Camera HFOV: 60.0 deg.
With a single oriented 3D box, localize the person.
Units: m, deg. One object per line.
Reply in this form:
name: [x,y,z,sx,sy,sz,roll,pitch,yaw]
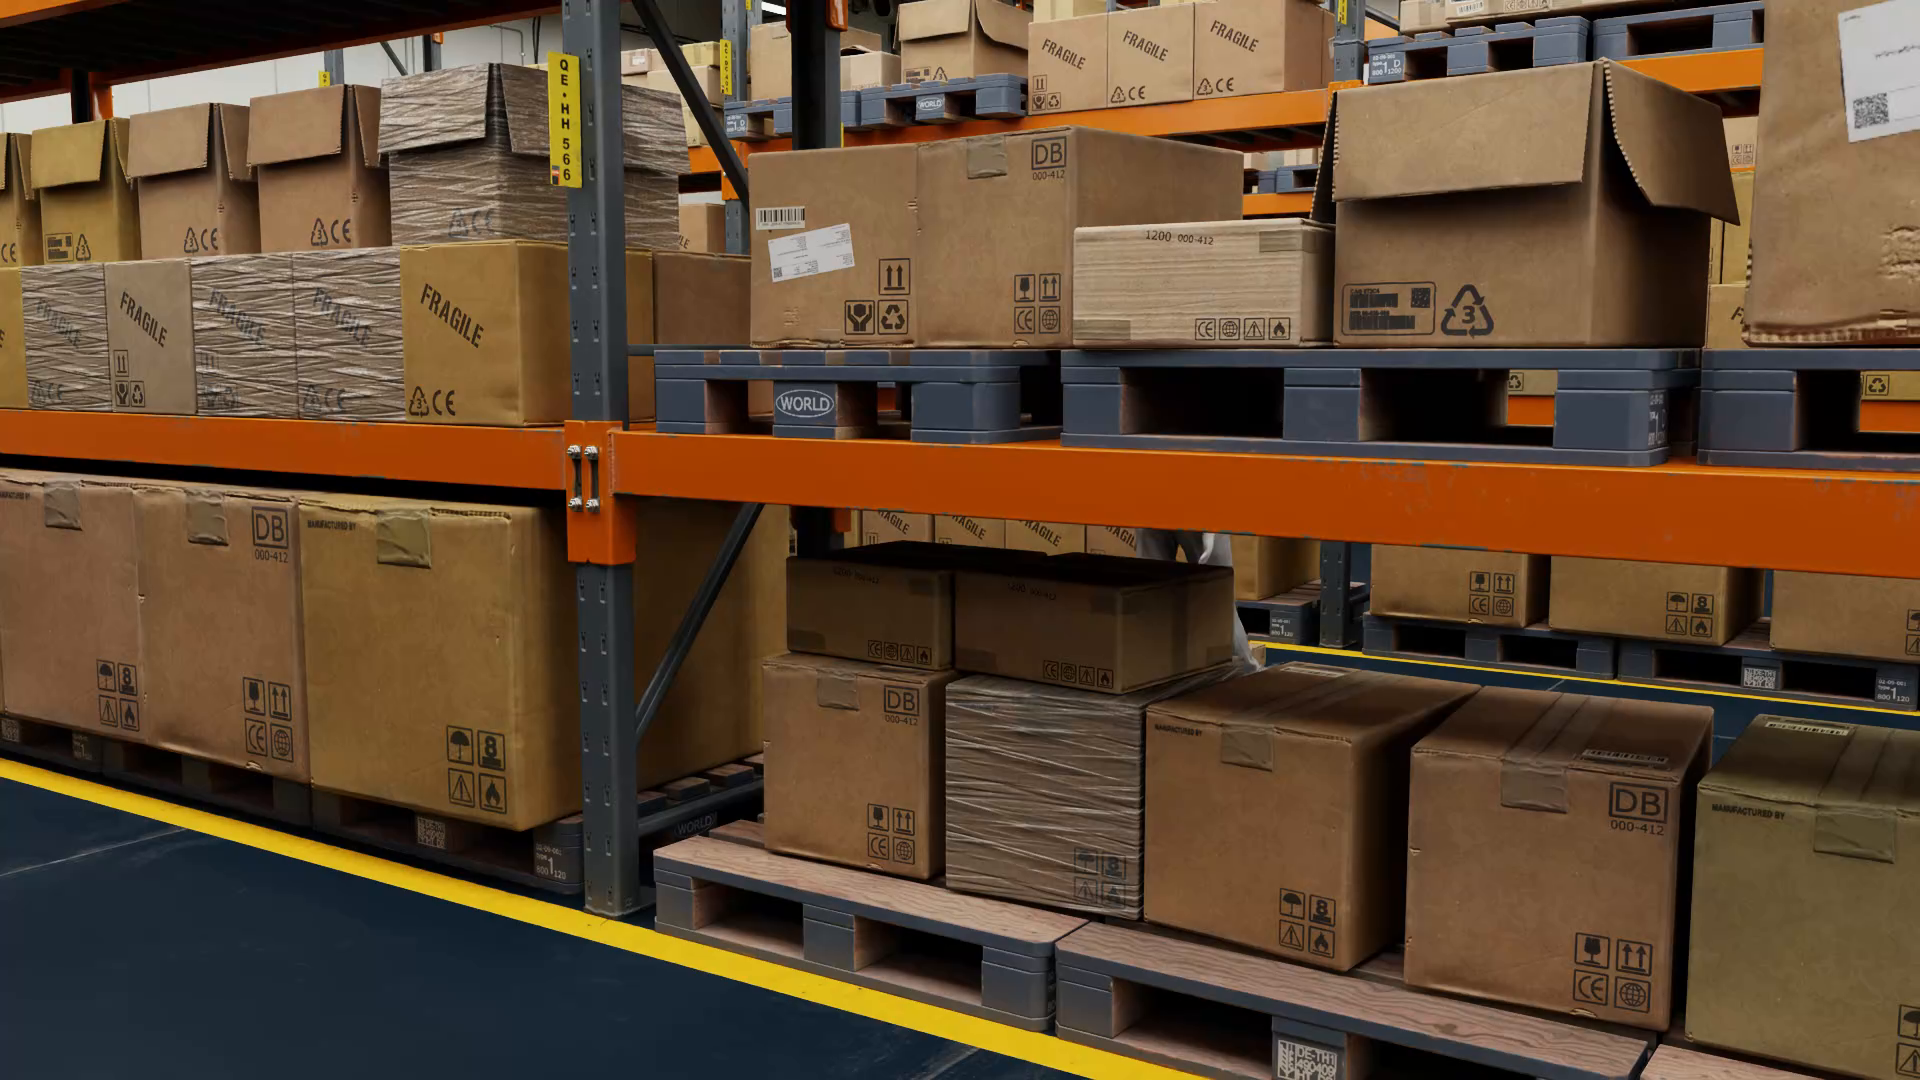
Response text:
person: [0.961,-0.111,6.785,0.490,1.649,0.918,5,8,39]
